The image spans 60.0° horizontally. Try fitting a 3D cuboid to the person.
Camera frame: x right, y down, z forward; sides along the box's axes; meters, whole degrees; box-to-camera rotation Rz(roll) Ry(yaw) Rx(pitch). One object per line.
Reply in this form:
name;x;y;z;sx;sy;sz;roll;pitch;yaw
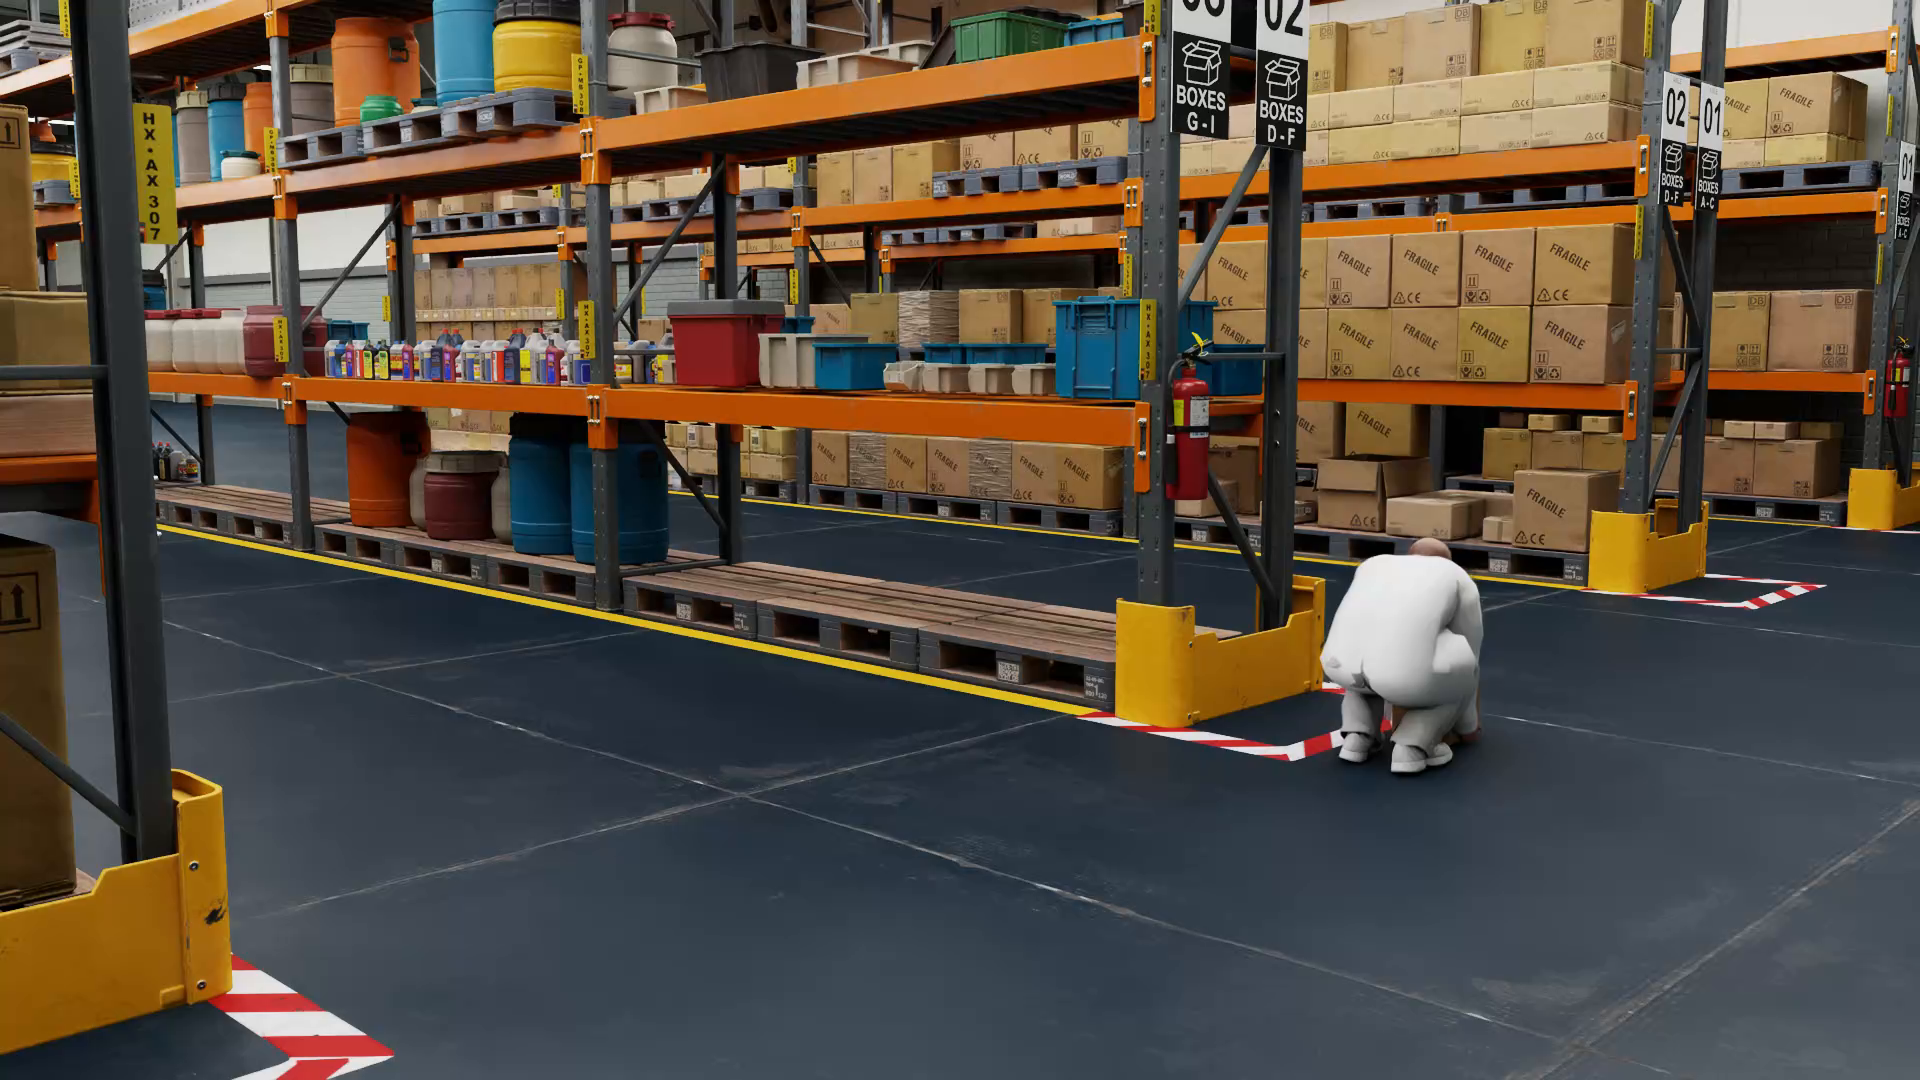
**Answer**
person;1.715;0.441;6.367;0.571;0.808;0.954;5;9;36
